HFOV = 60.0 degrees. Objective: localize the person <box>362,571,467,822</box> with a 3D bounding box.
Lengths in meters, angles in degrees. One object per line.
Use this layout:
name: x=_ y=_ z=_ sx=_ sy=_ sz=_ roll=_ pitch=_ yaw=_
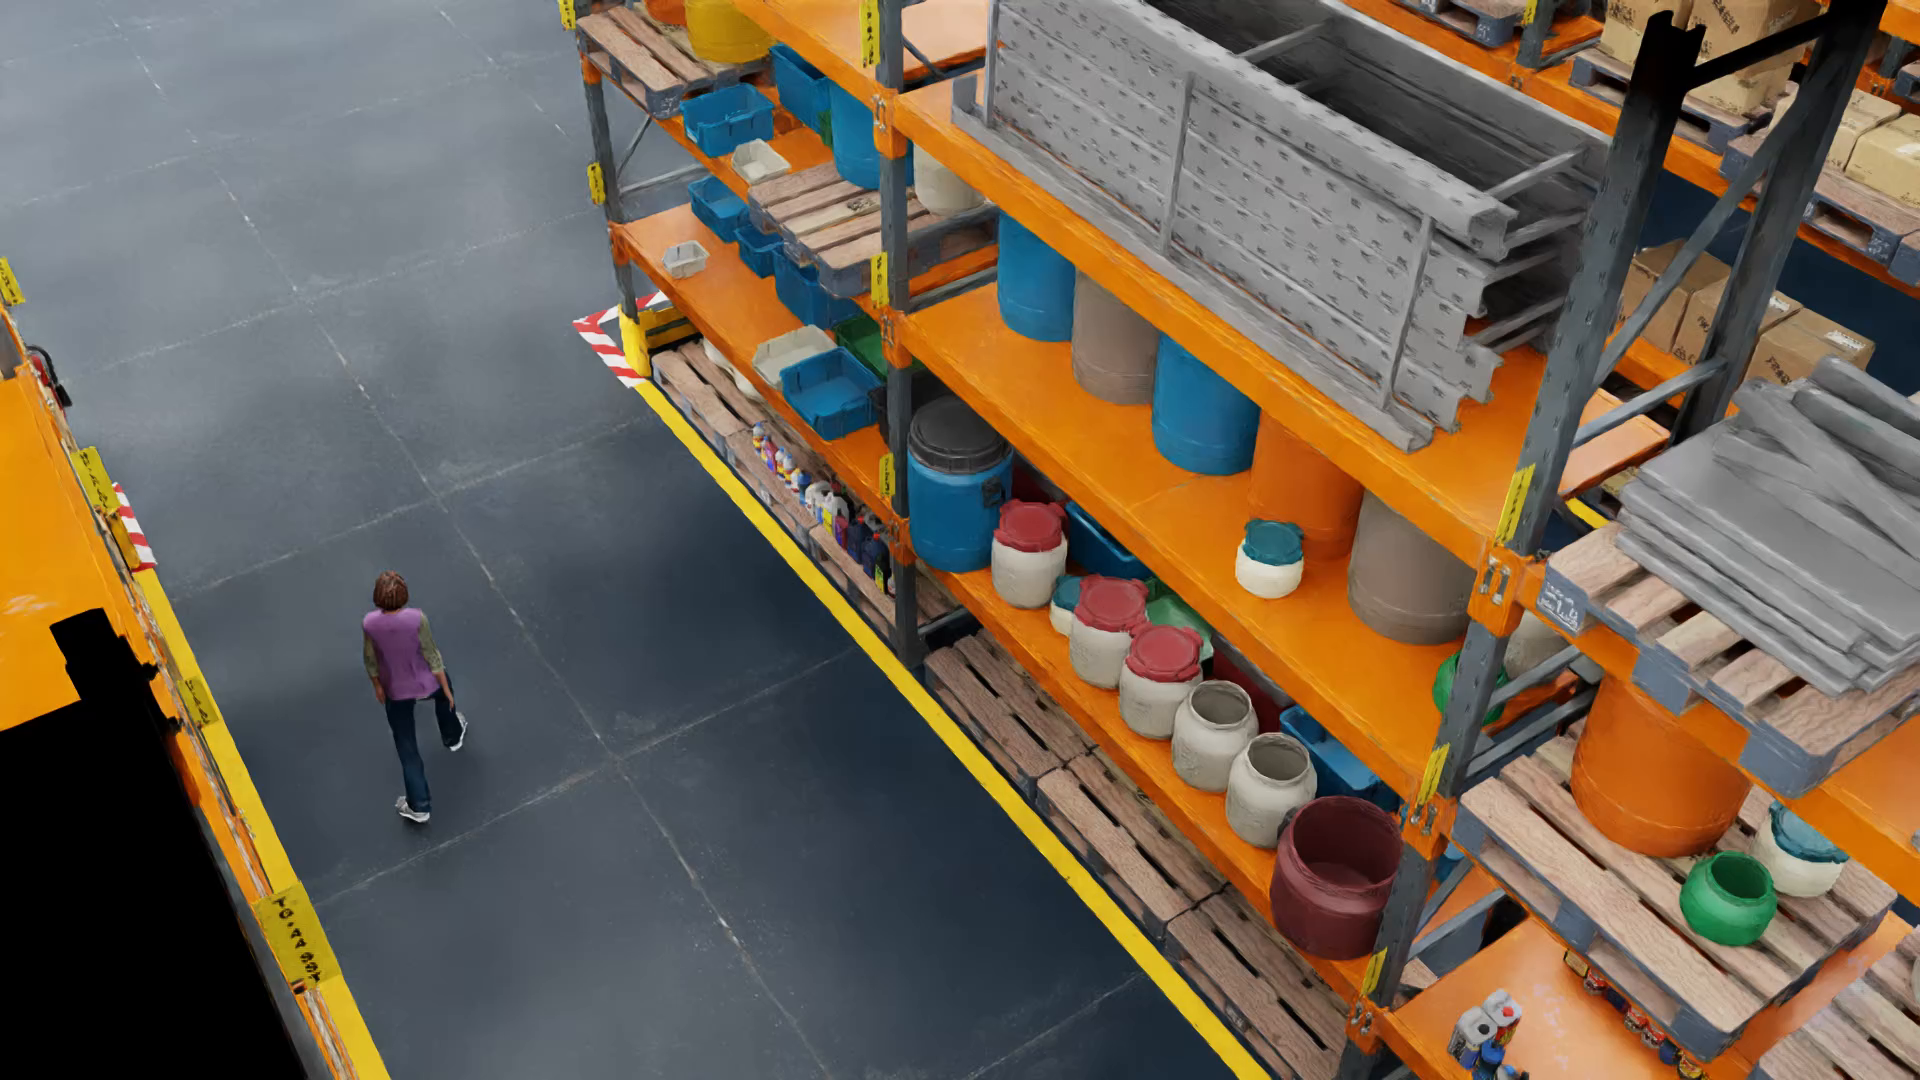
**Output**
person: x=-3.200 y=0.865 z=9.678 sx=0.461 sy=1.530 sz=0.860 roll=-9 pitch=43 yaw=-9
